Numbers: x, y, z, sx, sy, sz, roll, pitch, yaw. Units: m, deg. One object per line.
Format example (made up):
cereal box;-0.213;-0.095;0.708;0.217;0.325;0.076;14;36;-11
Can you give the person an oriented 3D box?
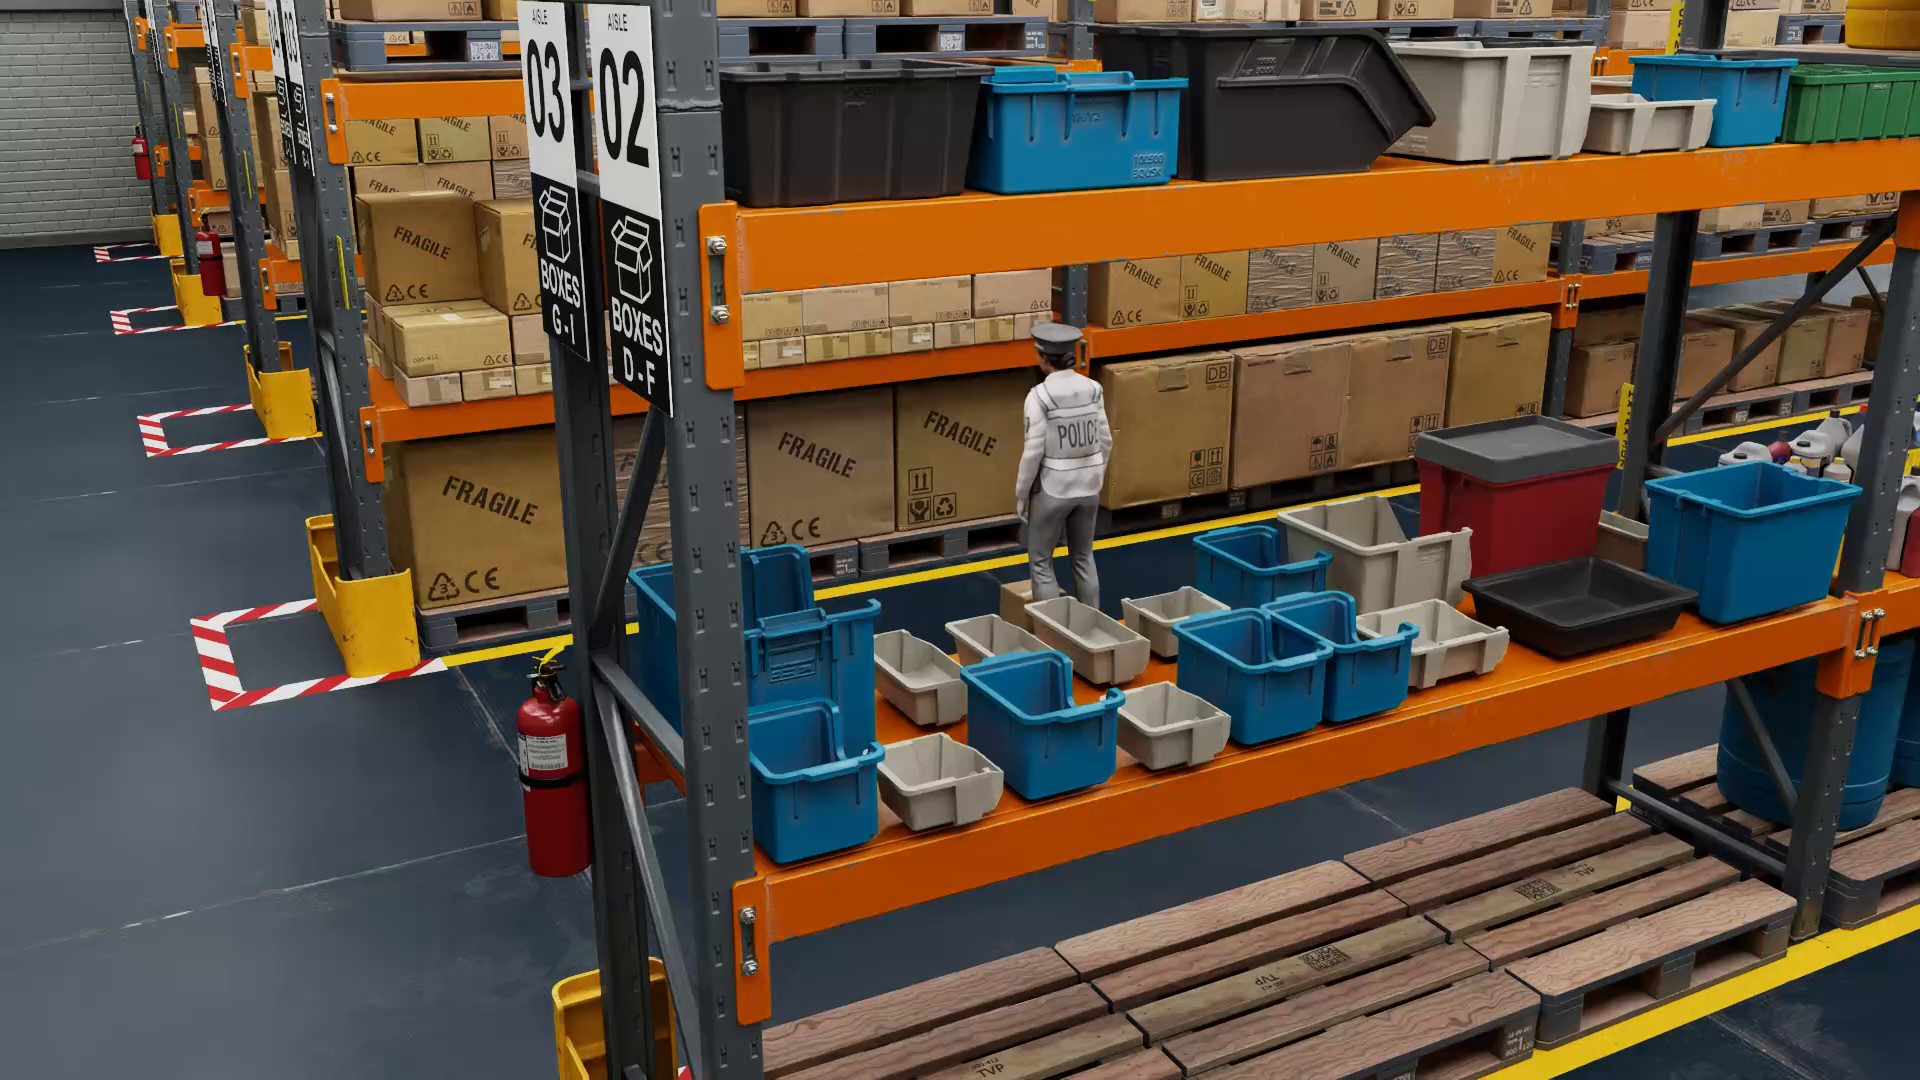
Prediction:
person;0.505;-0.233;8.249;0.518;1.663;0.369;-11;21;-29
